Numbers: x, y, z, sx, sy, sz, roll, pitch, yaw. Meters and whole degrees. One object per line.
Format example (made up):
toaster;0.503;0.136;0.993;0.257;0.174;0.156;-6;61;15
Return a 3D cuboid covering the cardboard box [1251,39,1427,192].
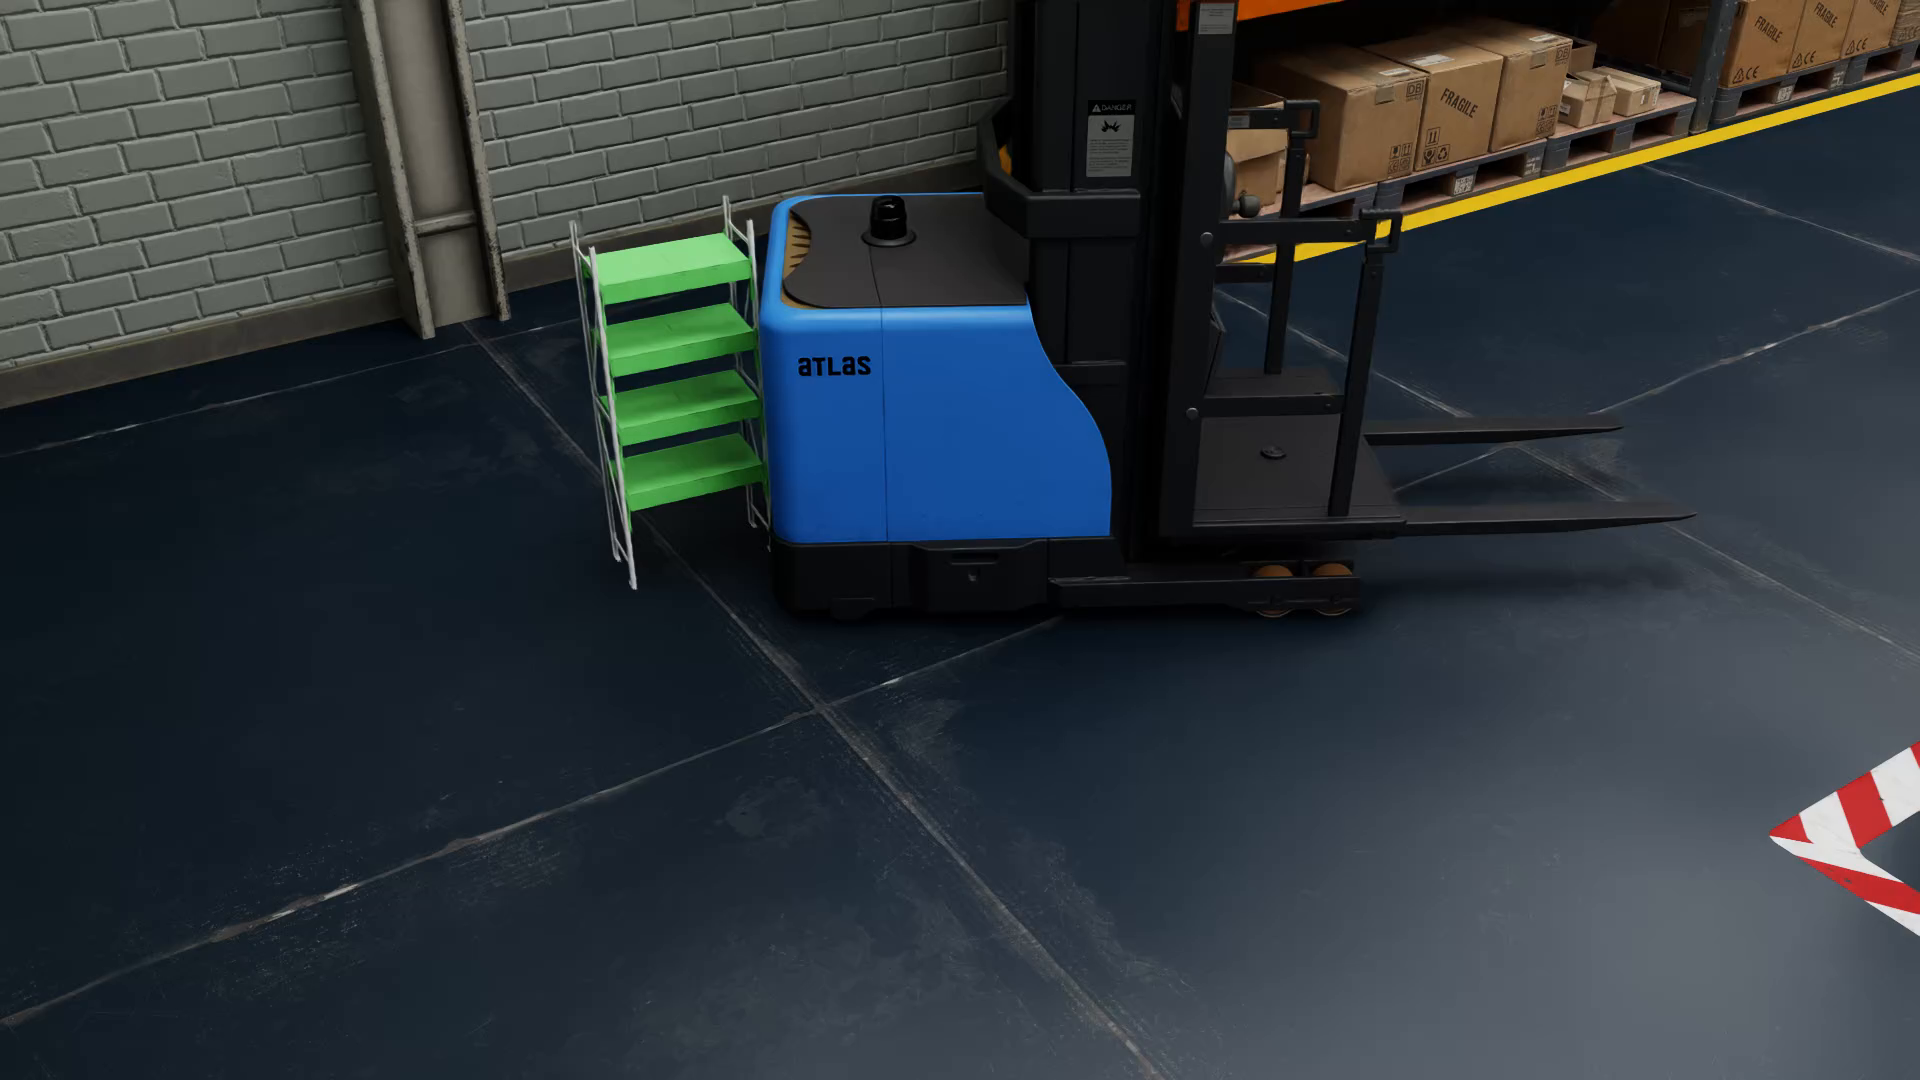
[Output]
cardboard box;1.845;-2.111;8.234;0.500;0.500;0.700;-17;36;-25

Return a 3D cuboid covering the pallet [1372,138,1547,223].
pallet;2.298;-2.050;8.803;1.213;0.211;1.003;-19;37;-27

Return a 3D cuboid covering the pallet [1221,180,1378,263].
pallet;1.274;-1.700;8.247;1.213;0.211;1.003;-19;37;-27

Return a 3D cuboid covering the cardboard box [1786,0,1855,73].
cardboard box;4.873;-3.100;9.803;0.500;0.500;0.500;-19;37;-28

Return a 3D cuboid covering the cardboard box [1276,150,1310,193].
cardboard box;1.484;-1.838;8.131;0.250;0.149;0.380;-21;38;-29

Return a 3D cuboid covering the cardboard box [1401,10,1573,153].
cardboard box;2.718;-2.411;8.710;0.500;0.500;0.700;-20;38;-29

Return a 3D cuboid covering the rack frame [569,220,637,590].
rack frame;-1.124;-0.401;5.261;0.015;1.200;0.240;-15;35;-22

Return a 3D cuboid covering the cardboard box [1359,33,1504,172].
cardboard box;2.344;-2.219;8.405;0.500;0.500;0.500;-18;37;-26

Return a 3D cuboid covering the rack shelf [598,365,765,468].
rack shelf;-0.905;-0.404;5.386;0.480;0.148;0.258;-15;35;-22

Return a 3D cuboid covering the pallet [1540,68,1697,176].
pallet;3.324;-2.405;9.365;1.213;0.211;1.003;-19;37;-27

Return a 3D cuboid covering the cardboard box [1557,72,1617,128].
cardboard box;3.293;-2.408;8.925;0.258;0.266;0.396;-18;36;-26

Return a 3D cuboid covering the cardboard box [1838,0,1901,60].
cardboard box;5.295;-3.243;10.028;0.500;0.500;0.500;-20;37;-29

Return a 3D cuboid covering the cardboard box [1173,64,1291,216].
cardboard box;1.106;-1.883;7.869;0.637;0.503;0.797;-21;38;-29

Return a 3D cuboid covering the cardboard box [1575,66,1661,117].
cardboard box;3.593;-2.462;9.120;0.250;0.149;0.380;-20;37;-29

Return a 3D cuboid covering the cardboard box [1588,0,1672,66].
cardboard box;4.155;-3.178;9.925;0.500;0.500;0.500;-19;37;-27

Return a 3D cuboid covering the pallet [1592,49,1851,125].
pallet;4.565;-2.855;10.079;1.213;0.211;1.003;-19;37;-27

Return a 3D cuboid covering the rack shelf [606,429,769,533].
rack shelf;-0.905;-0.201;5.514;0.480;0.148;0.258;-15;35;-22

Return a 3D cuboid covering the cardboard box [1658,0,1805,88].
cardboard box;4.431;-2.942;9.552;0.500;0.500;0.500;-17;36;-25

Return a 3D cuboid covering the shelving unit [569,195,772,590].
shelving unit;-0.905;-0.458;5.351;0.503;1.200;0.258;-15;35;-22

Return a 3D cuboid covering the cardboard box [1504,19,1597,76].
cardboard box;3.219;-2.738;9.406;0.500;0.311;0.500;-18;36;-26

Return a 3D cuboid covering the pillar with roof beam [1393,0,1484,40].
pillar with roof beam;5.161;-4.593;4.596;0.400;9.000;9.100;-19;37;-27

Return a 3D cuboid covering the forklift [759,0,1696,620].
forklift;0.894;-1.273;5.021;3.031;2.935;1.130;-2;32;-2

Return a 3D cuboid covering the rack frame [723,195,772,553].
rack frame;-0.685;-0.515;5.442;0.015;1.200;0.240;-15;35;-22

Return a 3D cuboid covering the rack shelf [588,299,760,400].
rack shelf;-0.905;-0.607;5.258;0.480;0.148;0.258;-15;35;-22

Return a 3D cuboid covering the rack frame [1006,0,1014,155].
rack frame;0.540;-2.627;7.102;0.127;3.000;1.000;-19;37;-27

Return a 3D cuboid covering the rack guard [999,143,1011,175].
rack guard;0.604;-1.591;7.804;0.348;0.500;1.175;-19;37;-27

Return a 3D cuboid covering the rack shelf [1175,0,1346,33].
rack shelf;2.221;-2.900;8.211;4.000;0.370;1.077;-19;37;-27

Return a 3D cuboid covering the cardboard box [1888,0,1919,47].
cardboard box;5.734;-3.390;10.262;0.500;0.500;0.500;-20;38;-29

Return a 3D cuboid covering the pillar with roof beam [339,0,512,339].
pillar with roof beam;0.118;-2.858;1.846;0.400;9.000;9.100;-19;37;-27

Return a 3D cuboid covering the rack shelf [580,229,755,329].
rack shelf;-0.905;-0.810;5.129;0.480;0.148;0.258;-15;35;-22

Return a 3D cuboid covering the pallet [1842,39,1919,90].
pallet;5.592;-3.210;10.641;1.213;0.211;1.003;-19;37;-27

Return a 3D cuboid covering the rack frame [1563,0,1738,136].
rack frame;3.902;-3.783;8.935;0.127;3.000;1.000;-19;37;-27
